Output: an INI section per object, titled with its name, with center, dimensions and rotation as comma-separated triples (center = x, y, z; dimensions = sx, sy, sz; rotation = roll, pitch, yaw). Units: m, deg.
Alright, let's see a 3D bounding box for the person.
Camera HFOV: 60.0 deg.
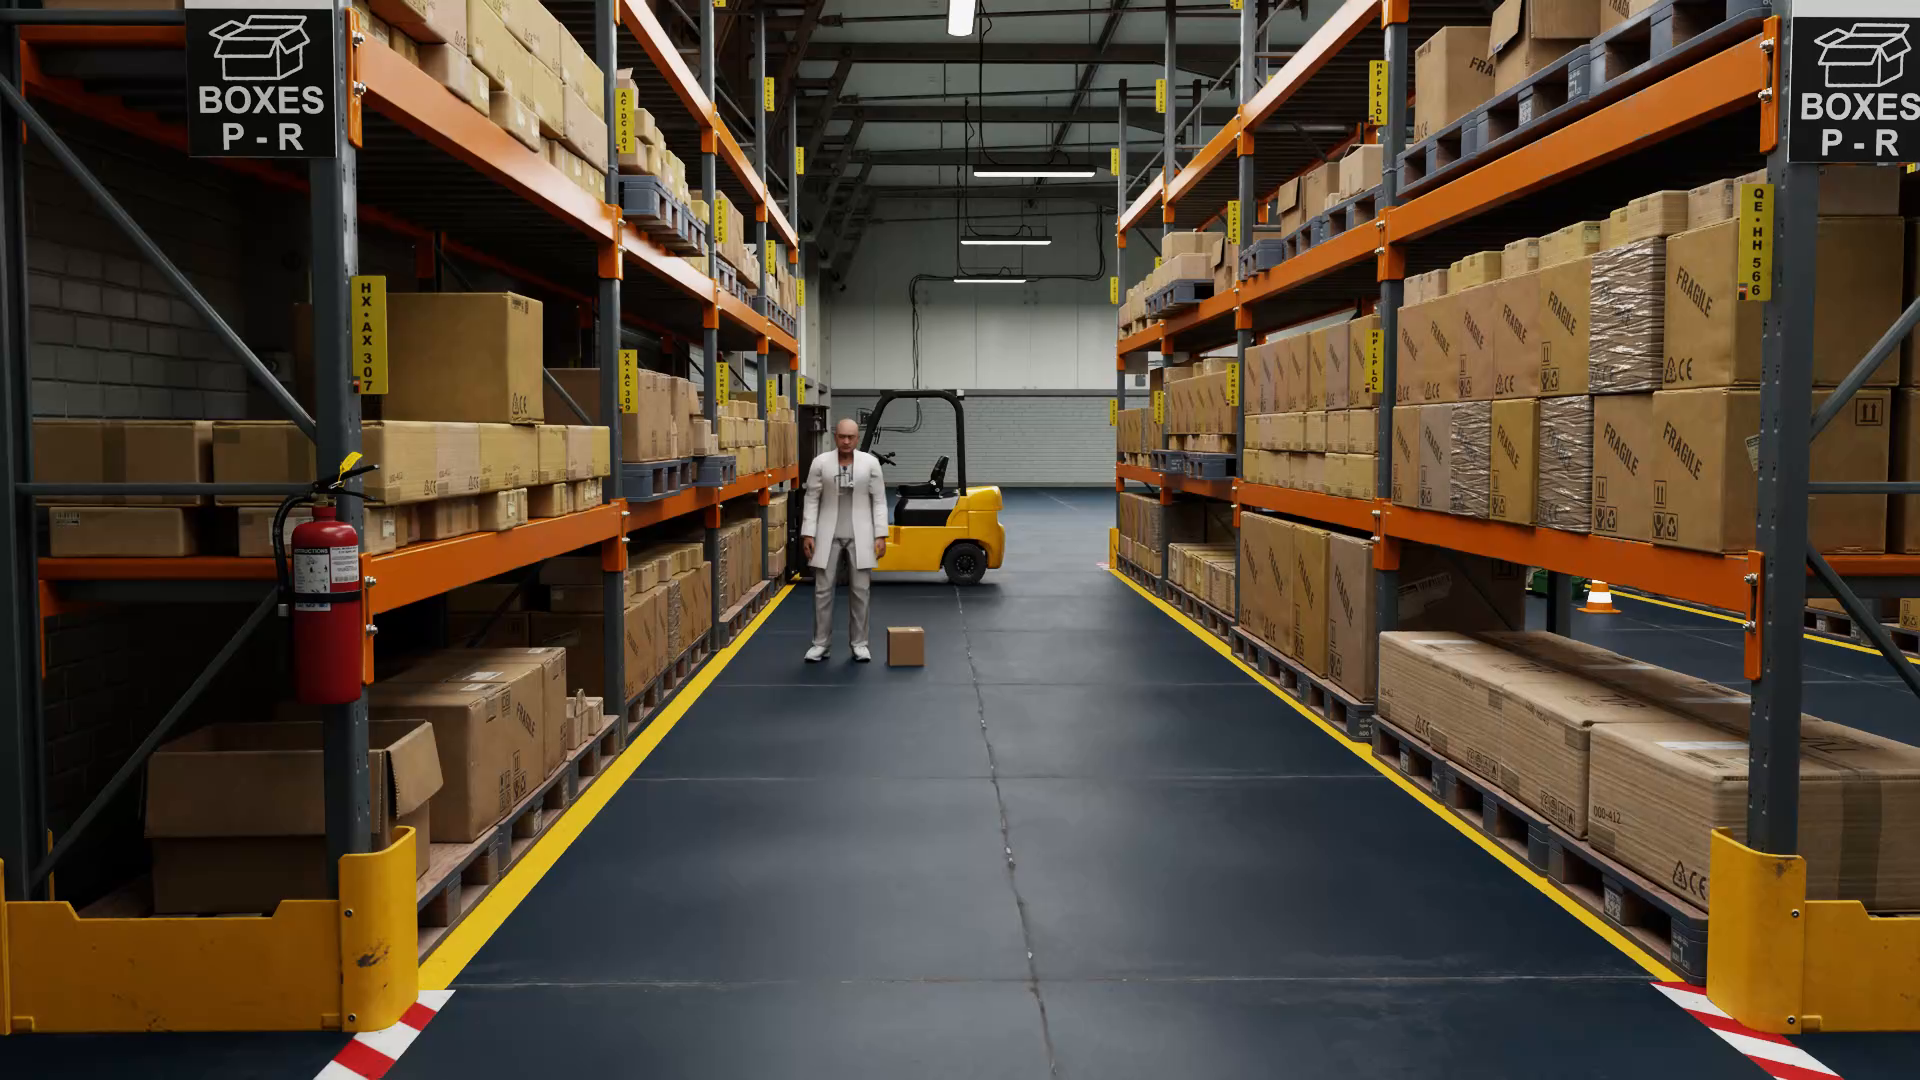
[person]
center = -0.848, -0.004, 12.261
dimensions = 0.655, 1.774, 0.415
rotation = 0, 4, -2
